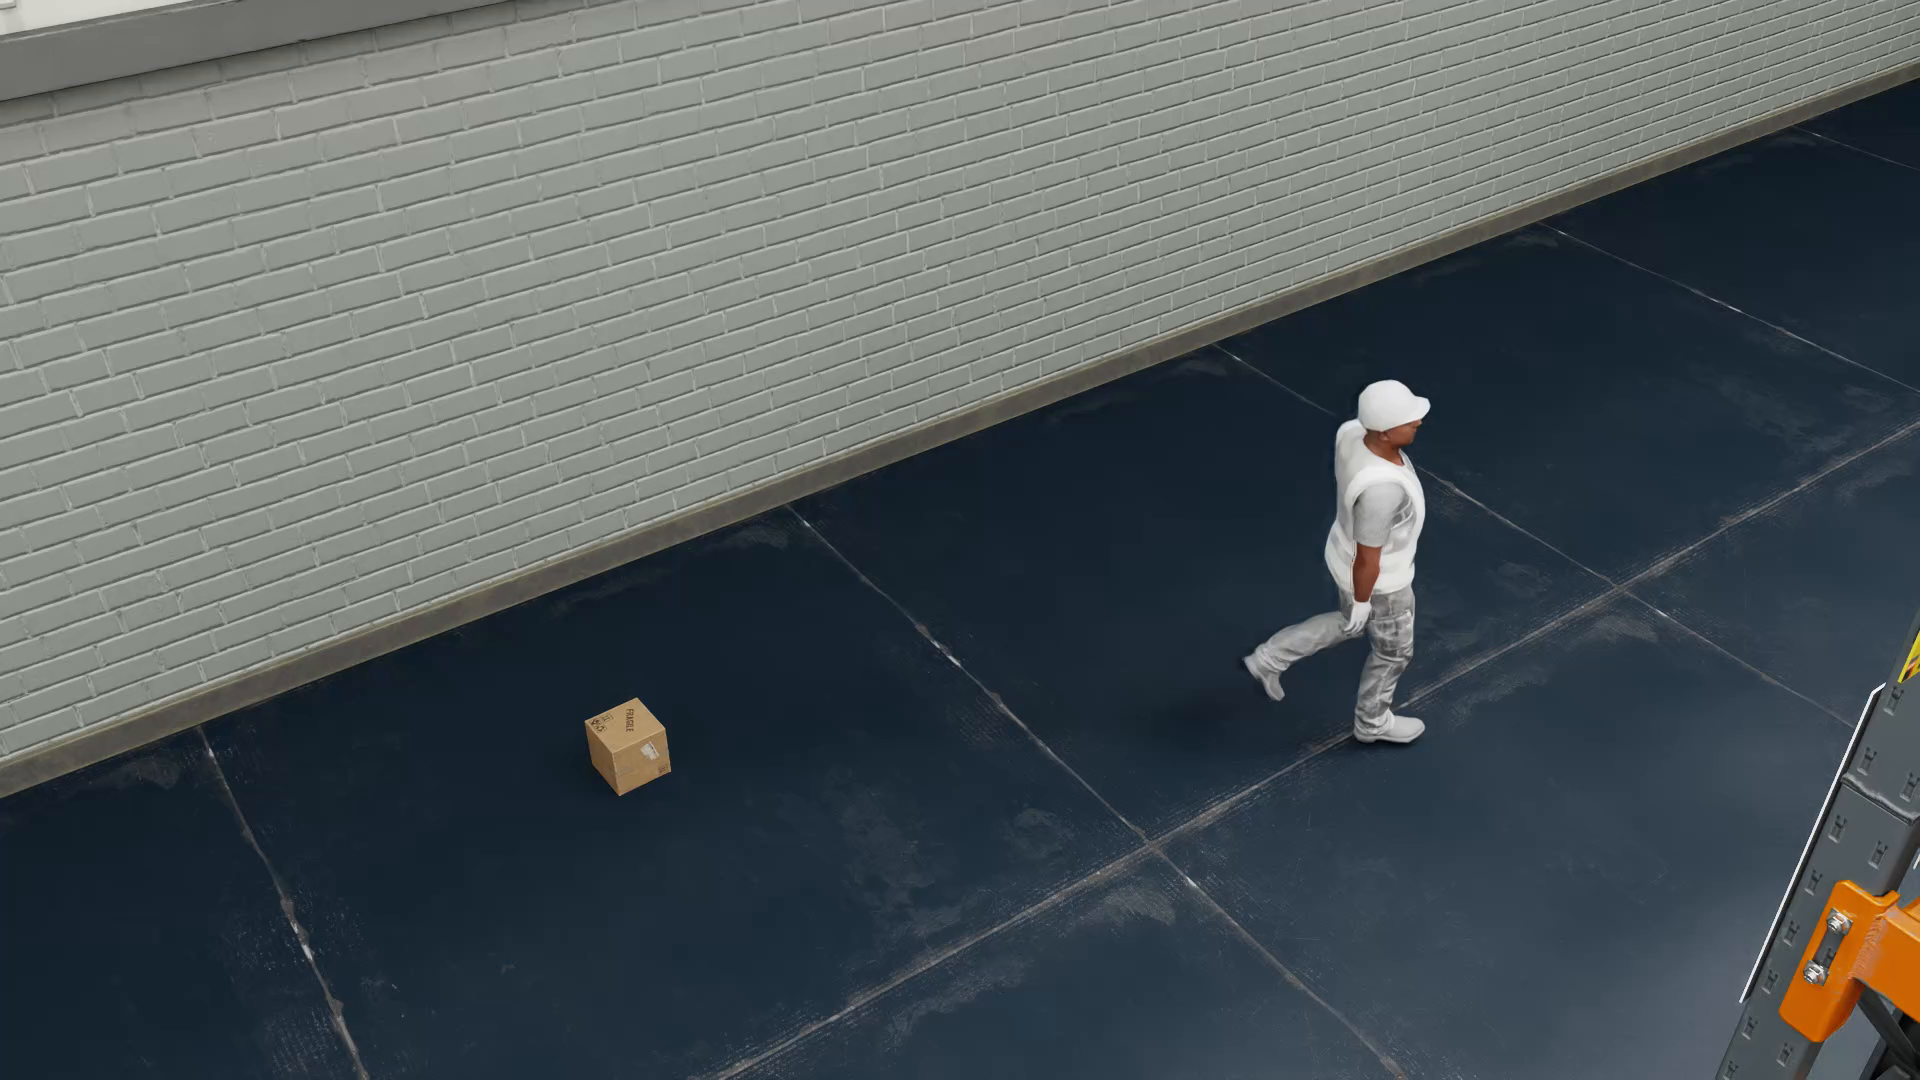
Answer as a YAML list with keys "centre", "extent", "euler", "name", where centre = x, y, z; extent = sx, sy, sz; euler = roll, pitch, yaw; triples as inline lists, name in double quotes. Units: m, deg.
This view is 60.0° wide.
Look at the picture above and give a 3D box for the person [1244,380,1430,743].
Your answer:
- centre: [1.632, 0.107, 6.812]
  extent: [0.787, 1.764, 0.547]
  euler: [-2, 36, -3]
  name: "person"
